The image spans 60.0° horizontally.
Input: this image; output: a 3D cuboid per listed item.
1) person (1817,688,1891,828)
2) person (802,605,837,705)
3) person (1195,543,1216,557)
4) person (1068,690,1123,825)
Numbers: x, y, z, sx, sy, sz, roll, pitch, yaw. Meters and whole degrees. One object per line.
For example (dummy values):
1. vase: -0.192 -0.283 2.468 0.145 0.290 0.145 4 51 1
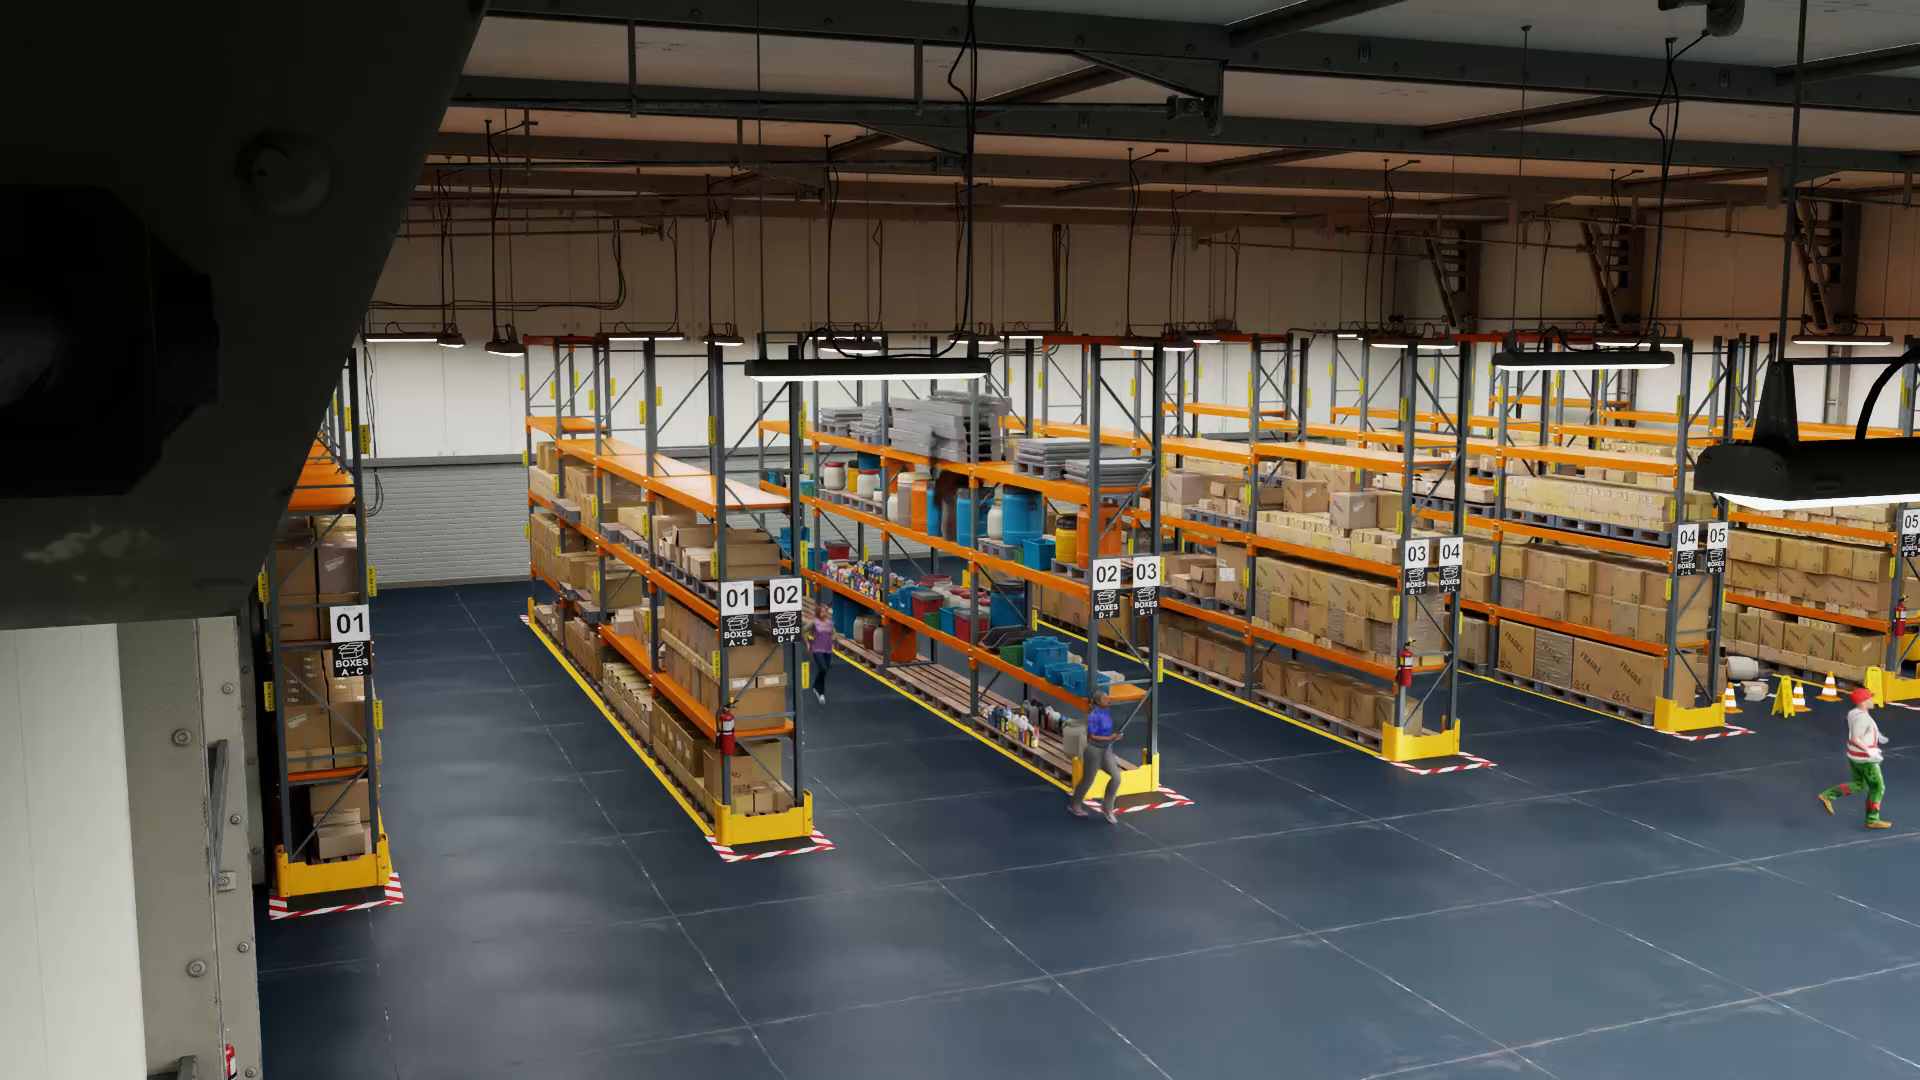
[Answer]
1. person: 11.213 2.715 20.743 0.837 1.757 0.667 2 8 14
2. person: -2.291 1.886 27.527 0.503 1.639 0.703 -5 9 -35
3. person: 6.112 -0.083 42.016 0.822 1.664 0.588 -4 9 -27
4. person: 1.732 2.725 21.019 0.720 1.690 0.556 5 9 35
